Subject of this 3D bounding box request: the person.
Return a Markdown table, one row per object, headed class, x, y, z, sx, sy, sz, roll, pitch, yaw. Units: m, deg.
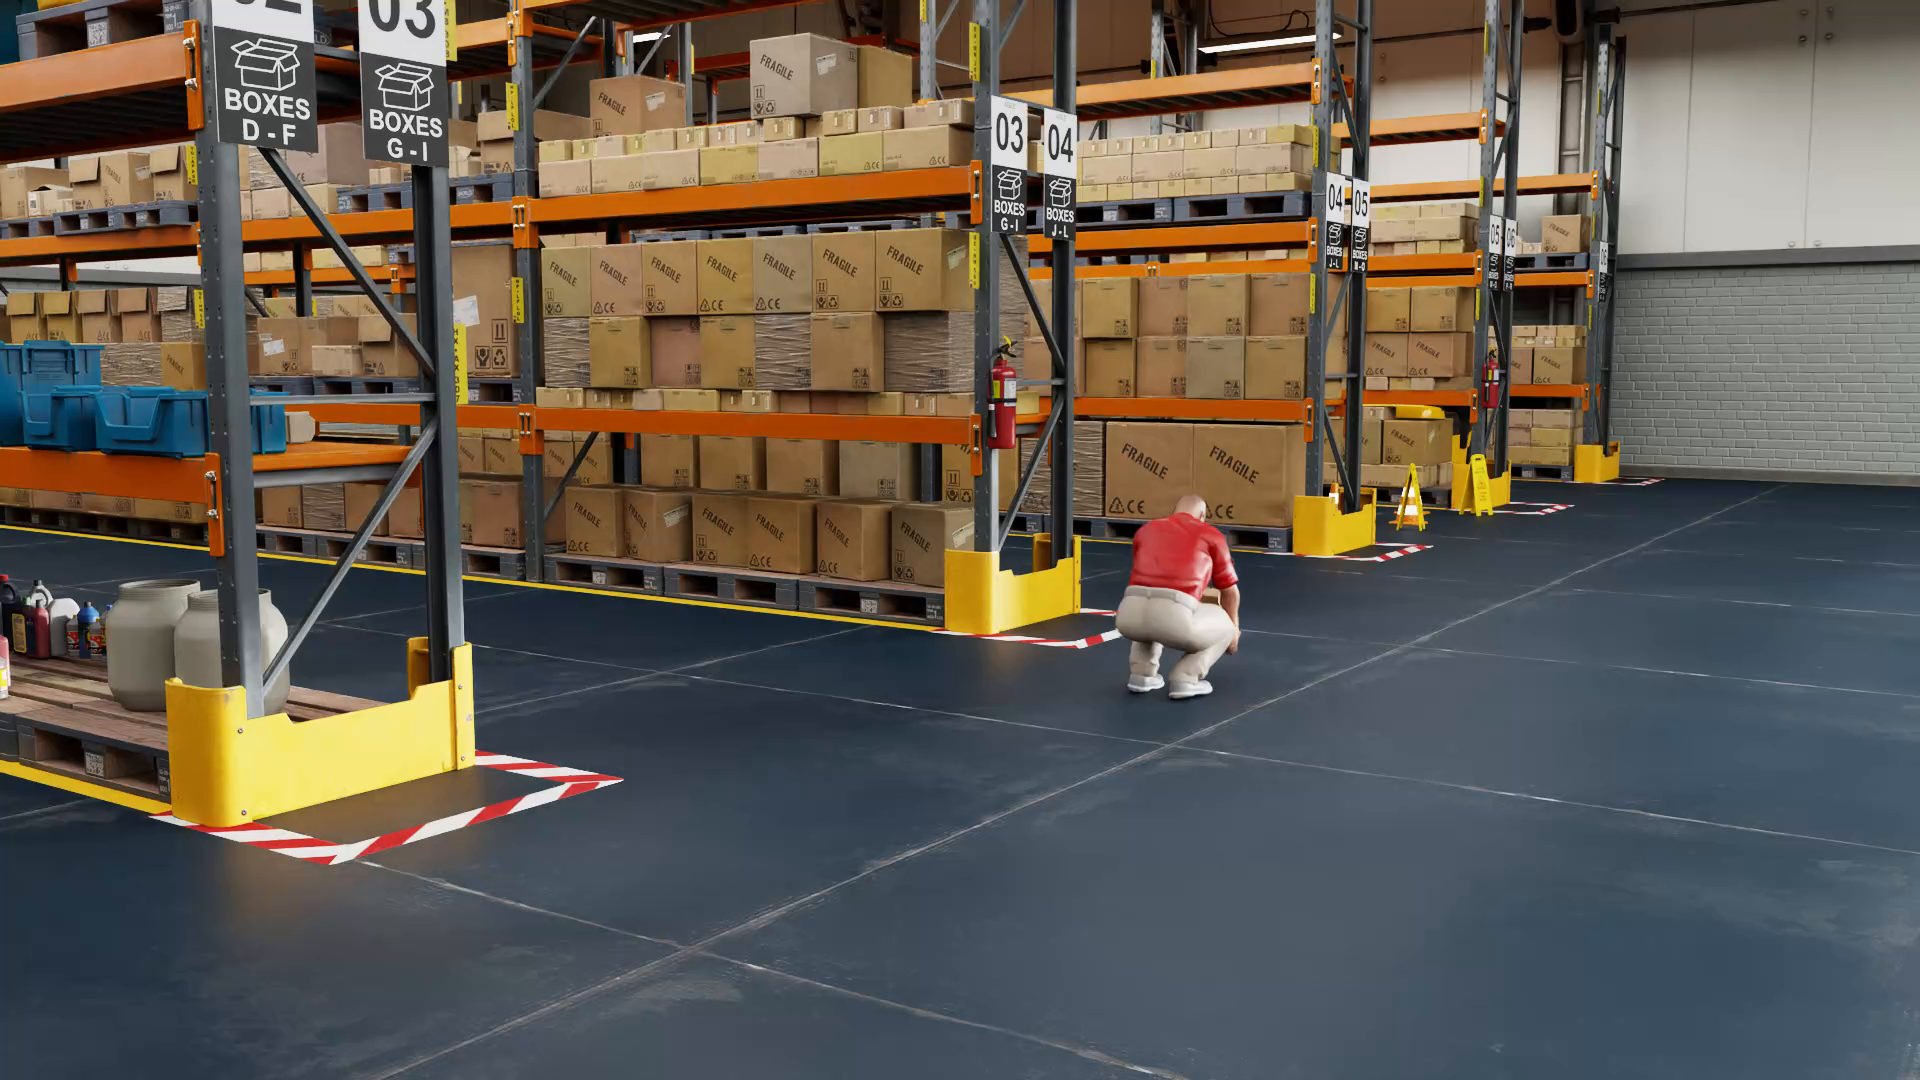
| class | x | y | z | sx | sy | sz | roll | pitch | yaw |
| --- | --- | --- | --- | --- | --- | --- | --- | --- | --- |
| person | 1.101 | 0.278 | 8.388 | 0.543 | 0.966 | 0.876 | 4 | 7 | 33 |
